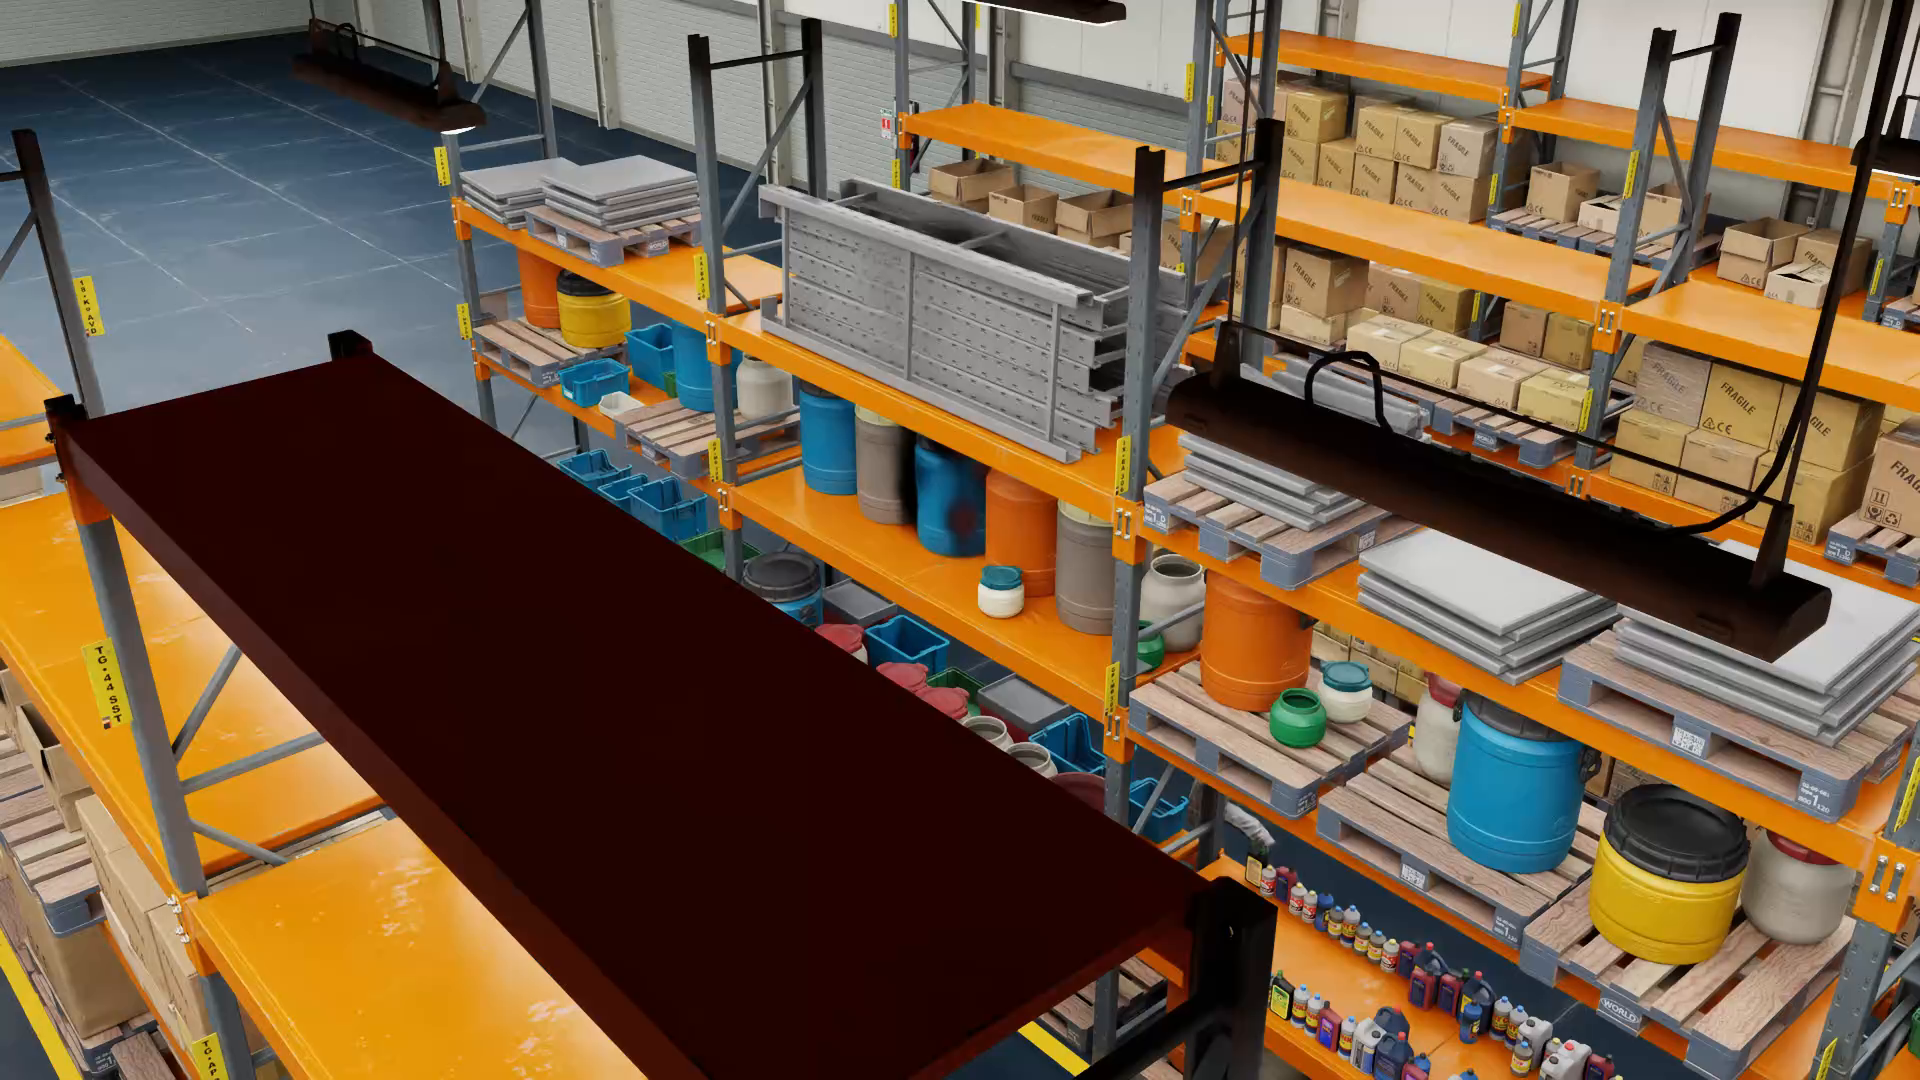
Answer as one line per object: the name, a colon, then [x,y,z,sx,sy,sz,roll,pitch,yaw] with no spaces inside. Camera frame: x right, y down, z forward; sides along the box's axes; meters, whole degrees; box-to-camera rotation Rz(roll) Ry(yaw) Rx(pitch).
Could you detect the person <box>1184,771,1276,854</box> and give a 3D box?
person: [1.924,1.674,11.757,0.667,1.745,0.696,20,33,34]
